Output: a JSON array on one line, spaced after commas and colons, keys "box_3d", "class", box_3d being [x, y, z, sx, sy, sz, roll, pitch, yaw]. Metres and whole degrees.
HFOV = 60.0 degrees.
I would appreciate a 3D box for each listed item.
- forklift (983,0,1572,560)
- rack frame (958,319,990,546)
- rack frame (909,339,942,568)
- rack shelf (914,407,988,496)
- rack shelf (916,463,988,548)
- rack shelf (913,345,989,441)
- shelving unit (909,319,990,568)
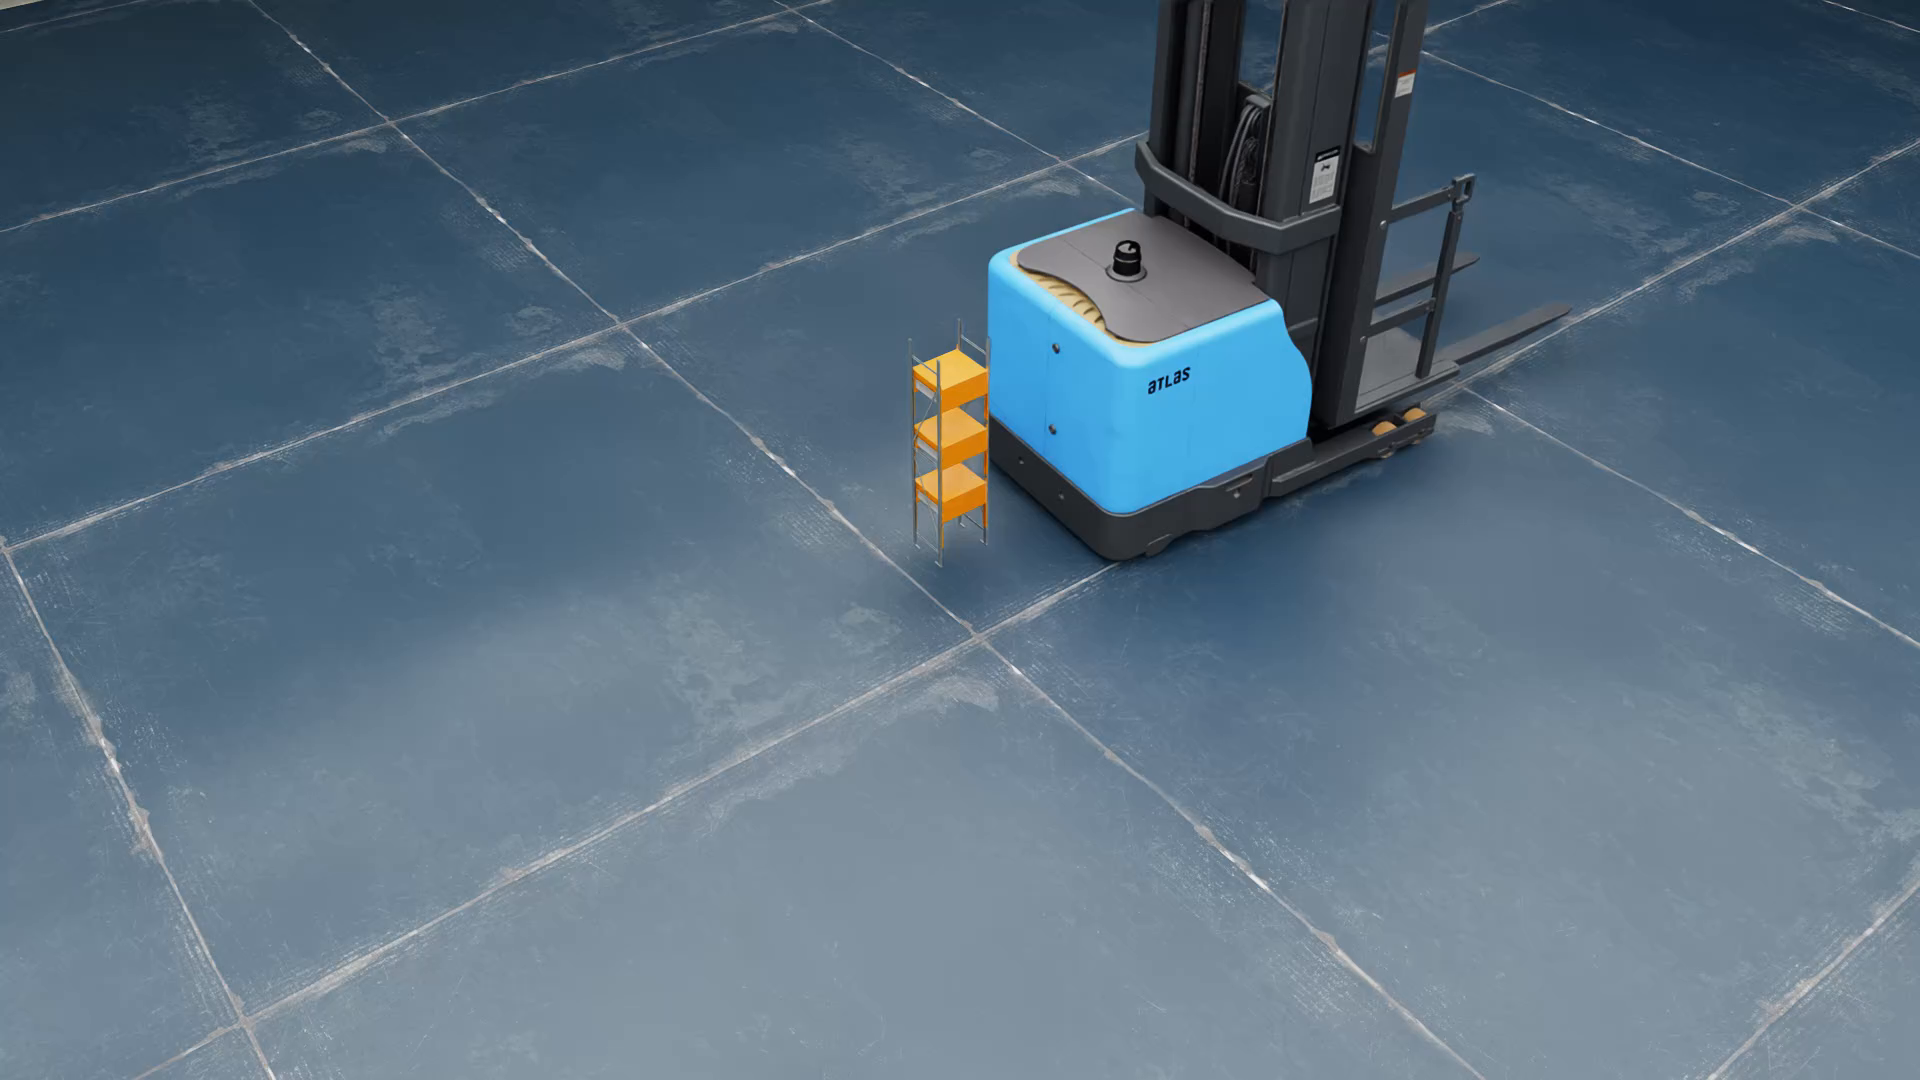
[{"box_3d": [1.617, -1.772, 7.100, 3.031, 2.935, 1.130, -23, 45, -25], "class": "forklift"}, {"box_3d": [0.054, -0.432, 6.949, 0.008, 1.050, 0.200, -26, 46, -28], "class": "rack frame"}, {"box_3d": [-0.139, -0.338, 6.834, 0.008, 1.050, 0.200, -26, 46, -28], "class": "rack frame"}, {"box_3d": [-0.042, -0.377, 6.899, 0.240, 0.259, 0.215, -26, 46, -28], "class": "rack shelf"}, {"box_3d": [-0.042, -0.162, 7.075, 0.240, 0.259, 0.215, -26, 46, -28], "class": "rack shelf"}, {"box_3d": [-0.042, -0.596, 6.719, 0.240, 0.259, 0.215, -26, 46, -28], "class": "rack shelf"}, {"box_3d": [-0.042, -0.385, 6.892, 0.252, 1.050, 0.215, -26, 46, -28], "class": "shelving unit"}]
